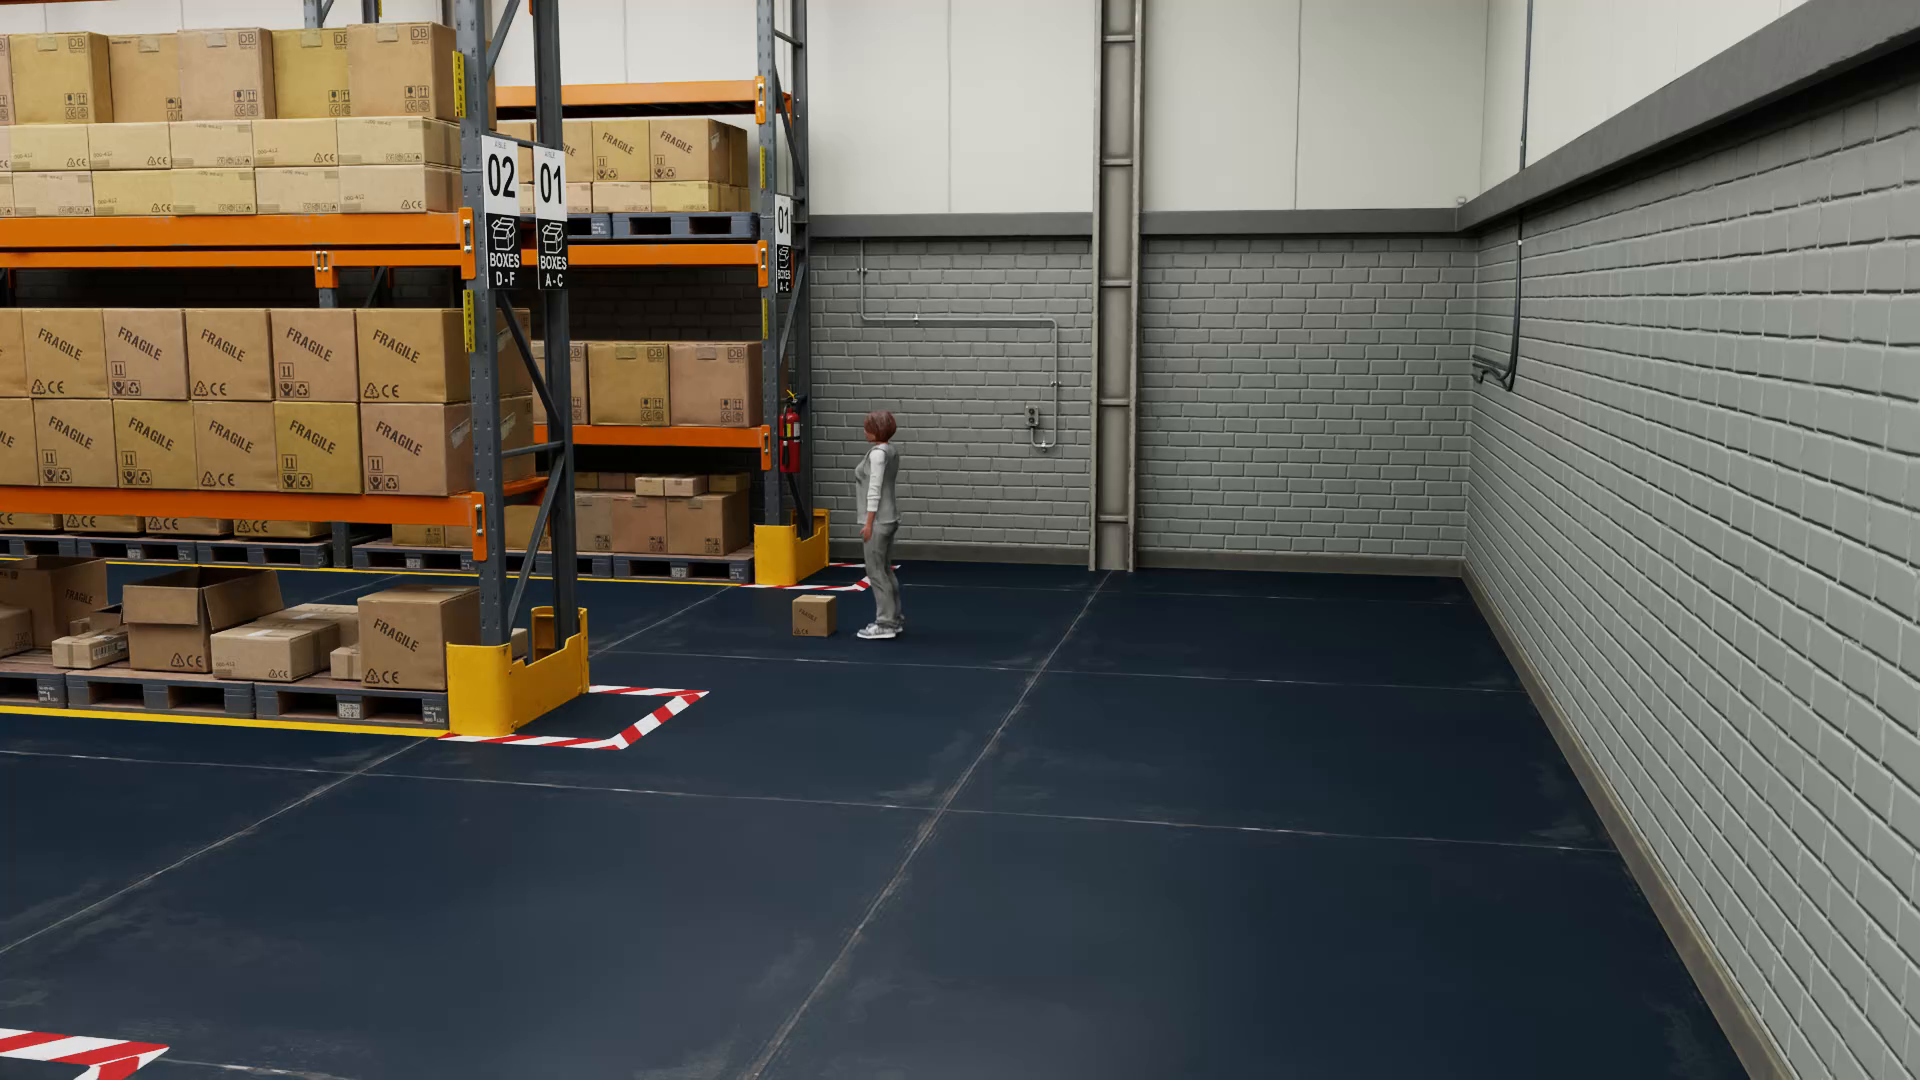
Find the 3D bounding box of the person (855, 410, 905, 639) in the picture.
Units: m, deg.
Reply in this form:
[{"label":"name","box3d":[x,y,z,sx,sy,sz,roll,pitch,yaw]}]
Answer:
[{"label":"person","box3d":[-0.565,-0.109,11.626,0.312,1.598,0.405,2,8,13]}]
